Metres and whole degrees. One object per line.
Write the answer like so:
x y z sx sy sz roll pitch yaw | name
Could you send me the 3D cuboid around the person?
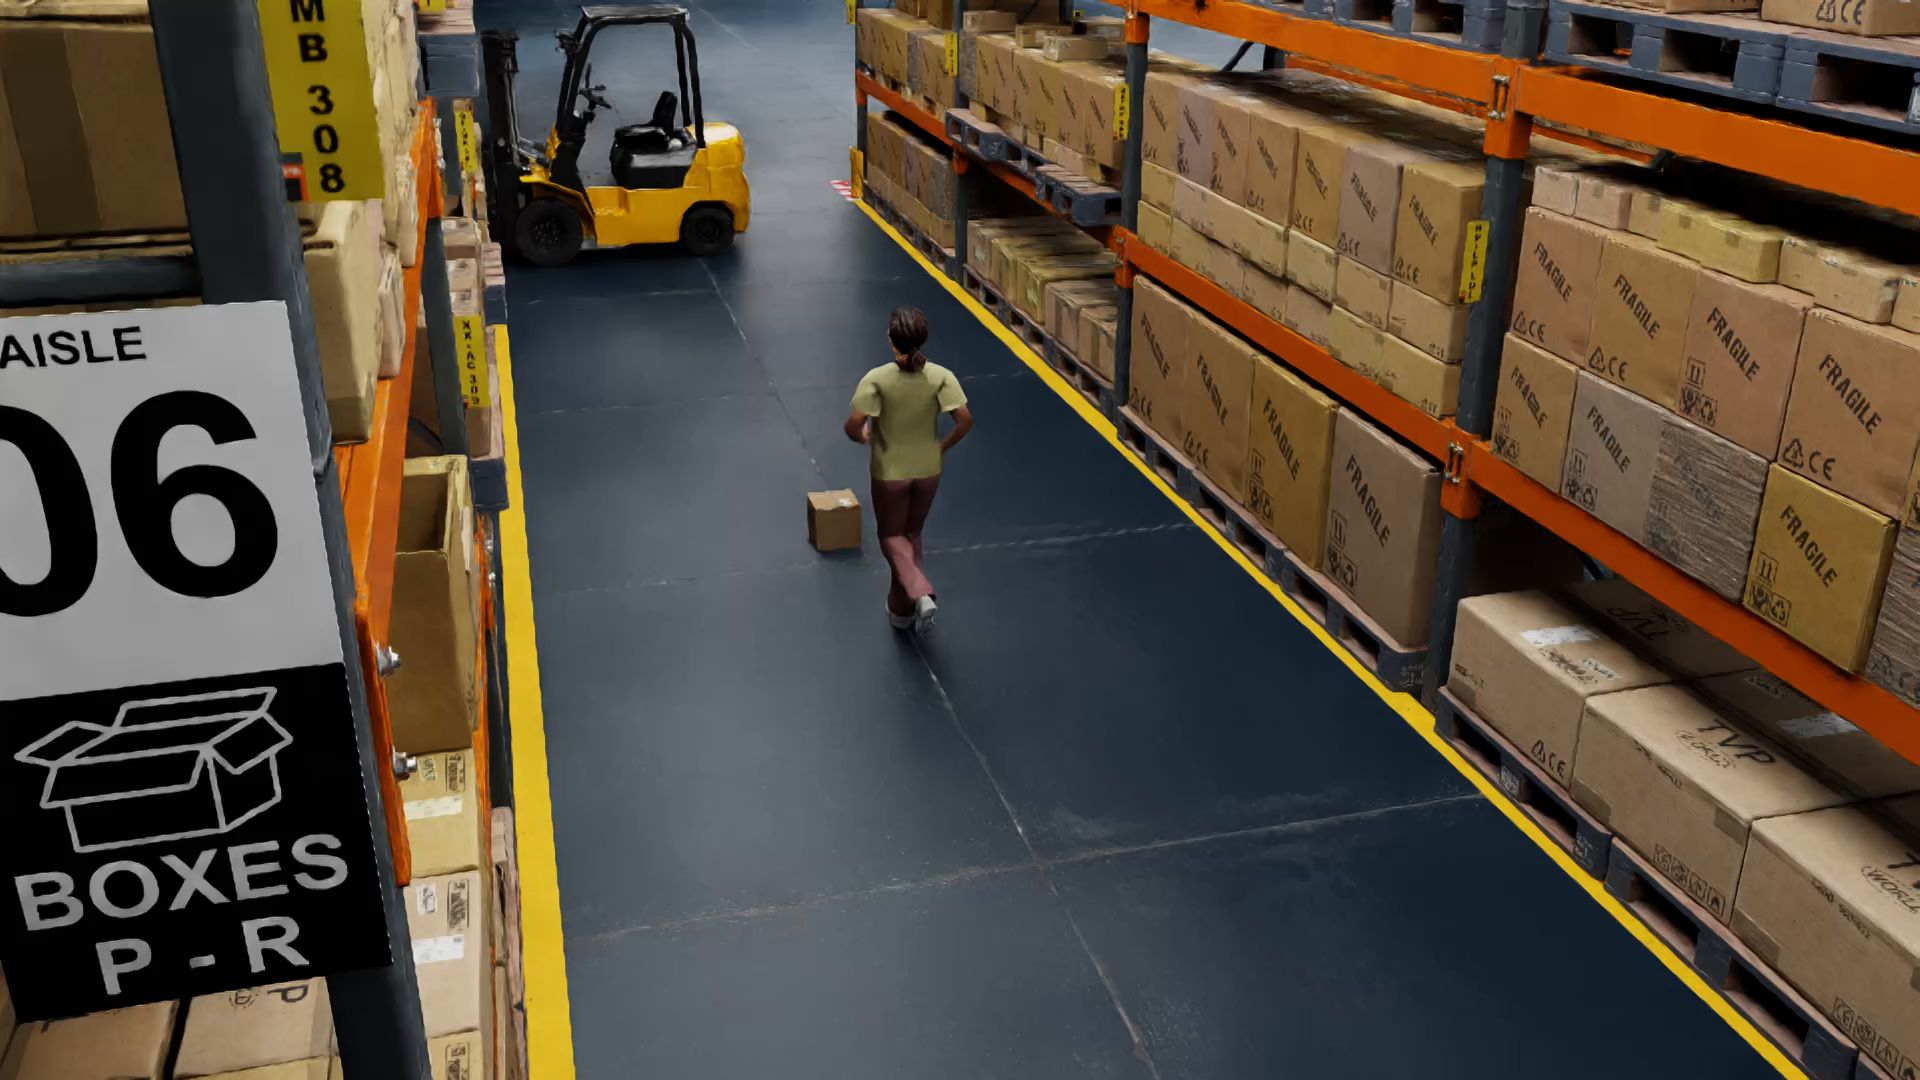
-0.258 -0.298 7.818 0.594 1.643 0.693 -6 24 -14 | person
